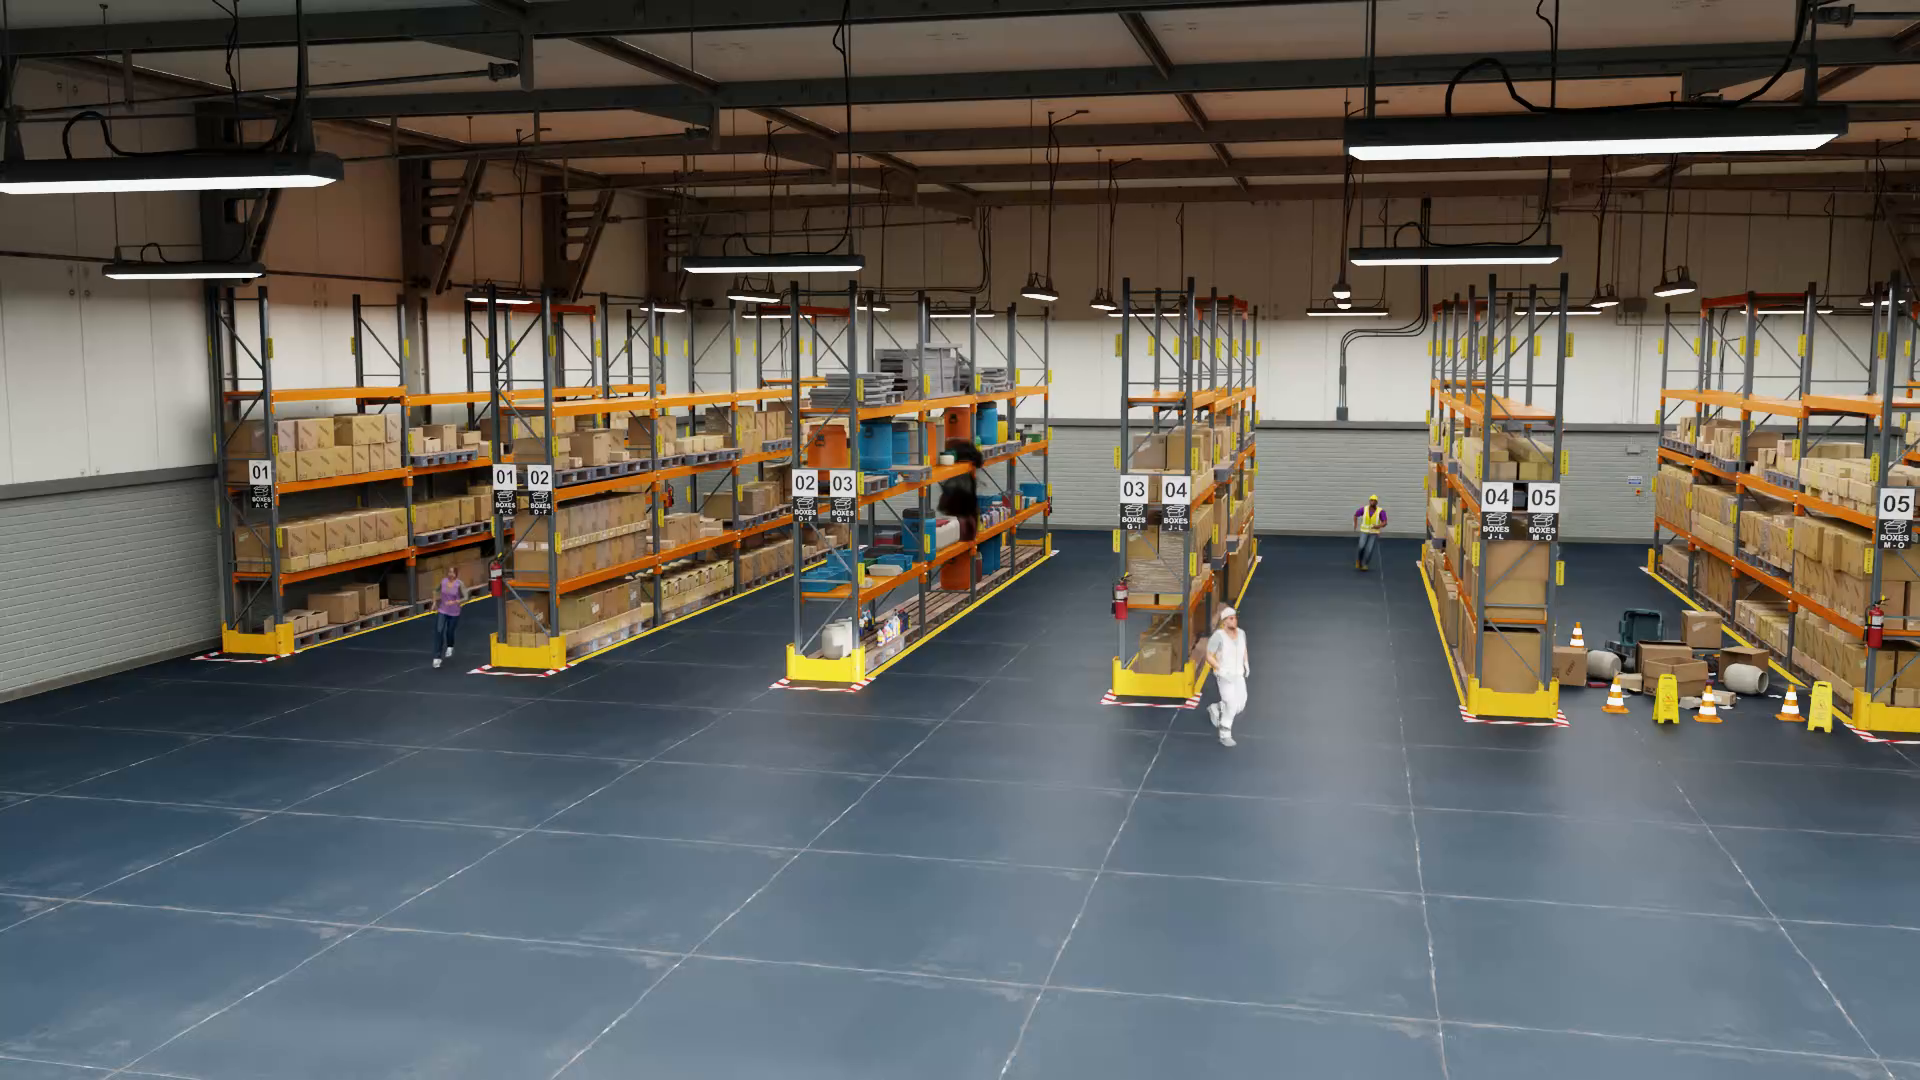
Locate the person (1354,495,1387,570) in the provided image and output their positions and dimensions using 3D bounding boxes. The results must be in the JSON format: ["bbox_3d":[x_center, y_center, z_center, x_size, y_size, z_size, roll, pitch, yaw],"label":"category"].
[{"bbox_3d":[9.244,-0.156,37.489,0.727,1.711,0.581,2,7,13],"label":"person"}]

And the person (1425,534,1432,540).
[{"bbox_3d":[11.422,-0.318,39.639,0.747,1.568,0.680,2,7,15],"label":"person"}]

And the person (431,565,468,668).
[{"bbox_3d":[-8.098,1.178,26.435,0.580,1.580,0.873,-1,7,-7],"label":"person"}]

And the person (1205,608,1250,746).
[{"bbox_3d":[3.380,1.716,21.171,0.667,1.759,0.668,-4,8,-30],"label":"person"}]
